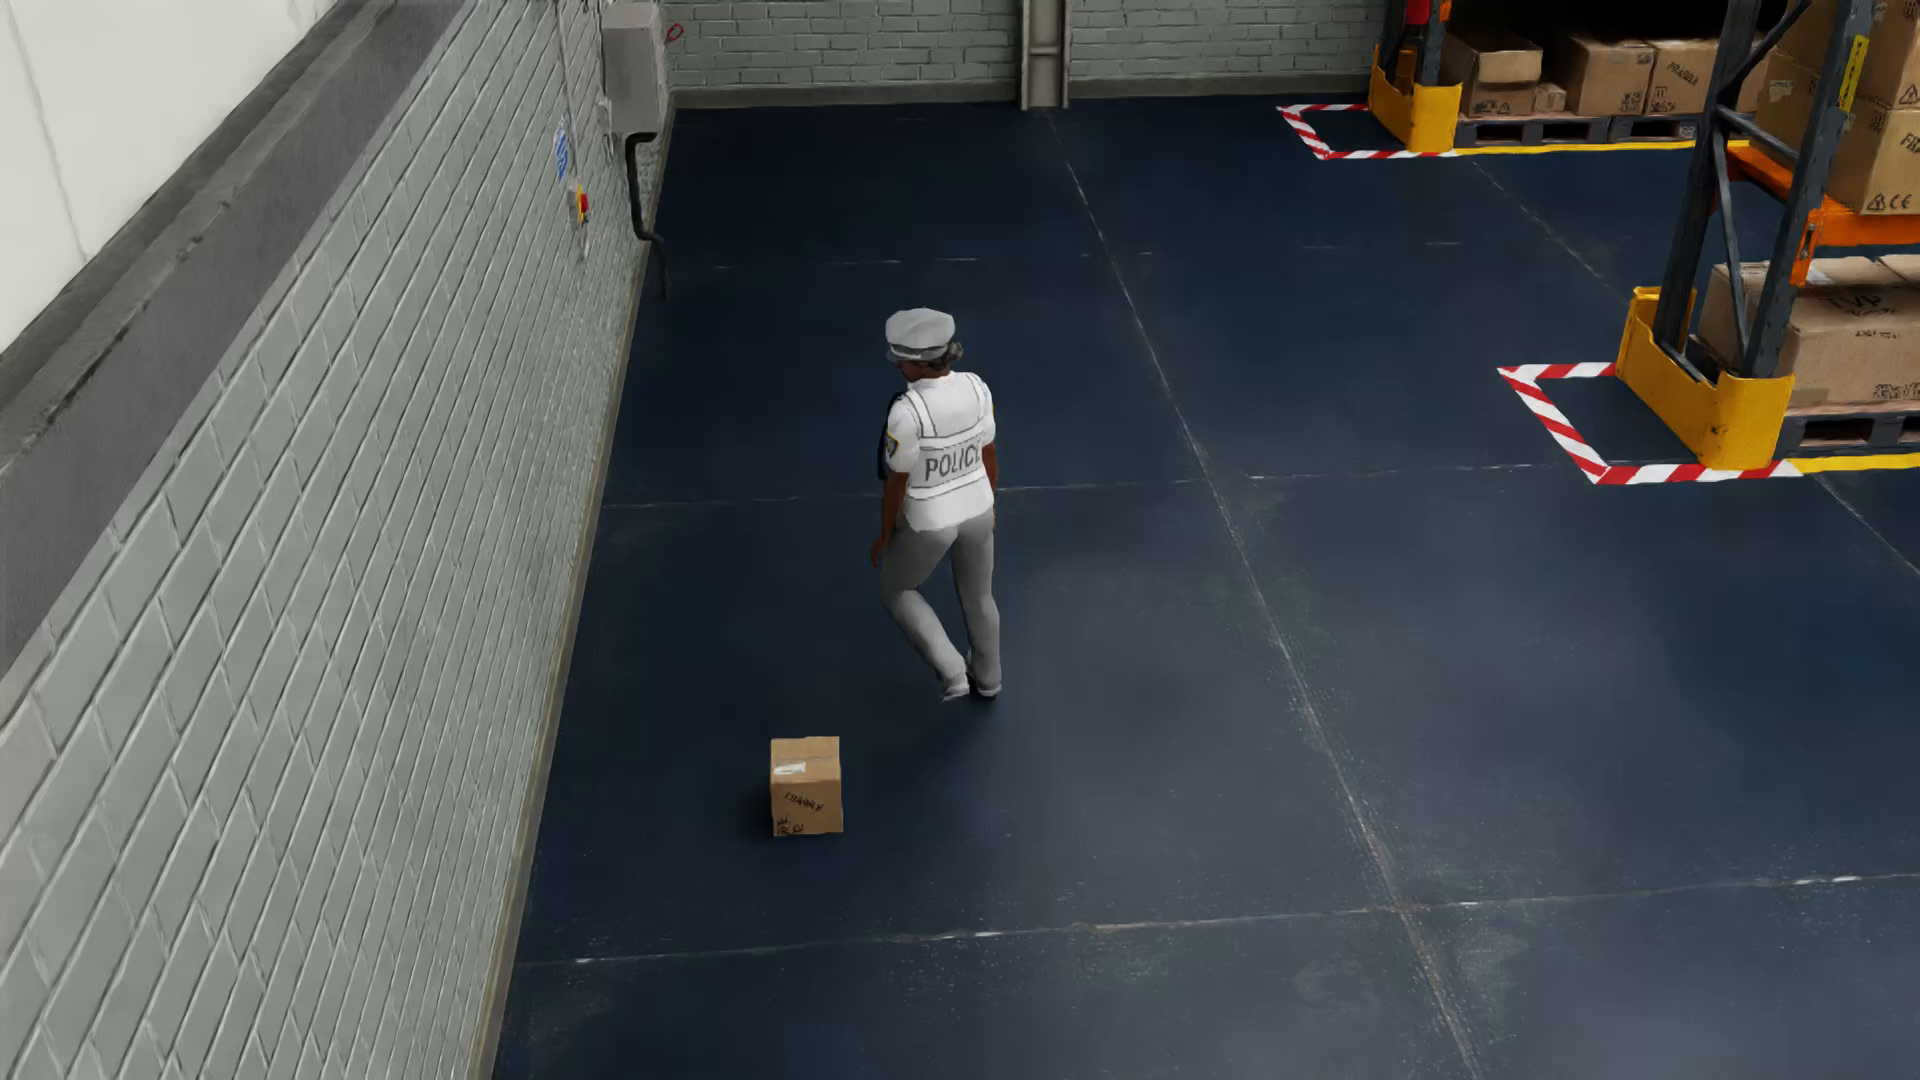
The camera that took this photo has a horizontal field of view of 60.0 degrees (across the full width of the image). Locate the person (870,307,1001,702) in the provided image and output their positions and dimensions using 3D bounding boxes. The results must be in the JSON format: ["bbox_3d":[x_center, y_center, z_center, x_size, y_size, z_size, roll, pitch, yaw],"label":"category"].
[{"bbox_3d":[-0.042,-0.061,6.218,0.564,1.646,0.475,-18,36,-27],"label":"person"}]
